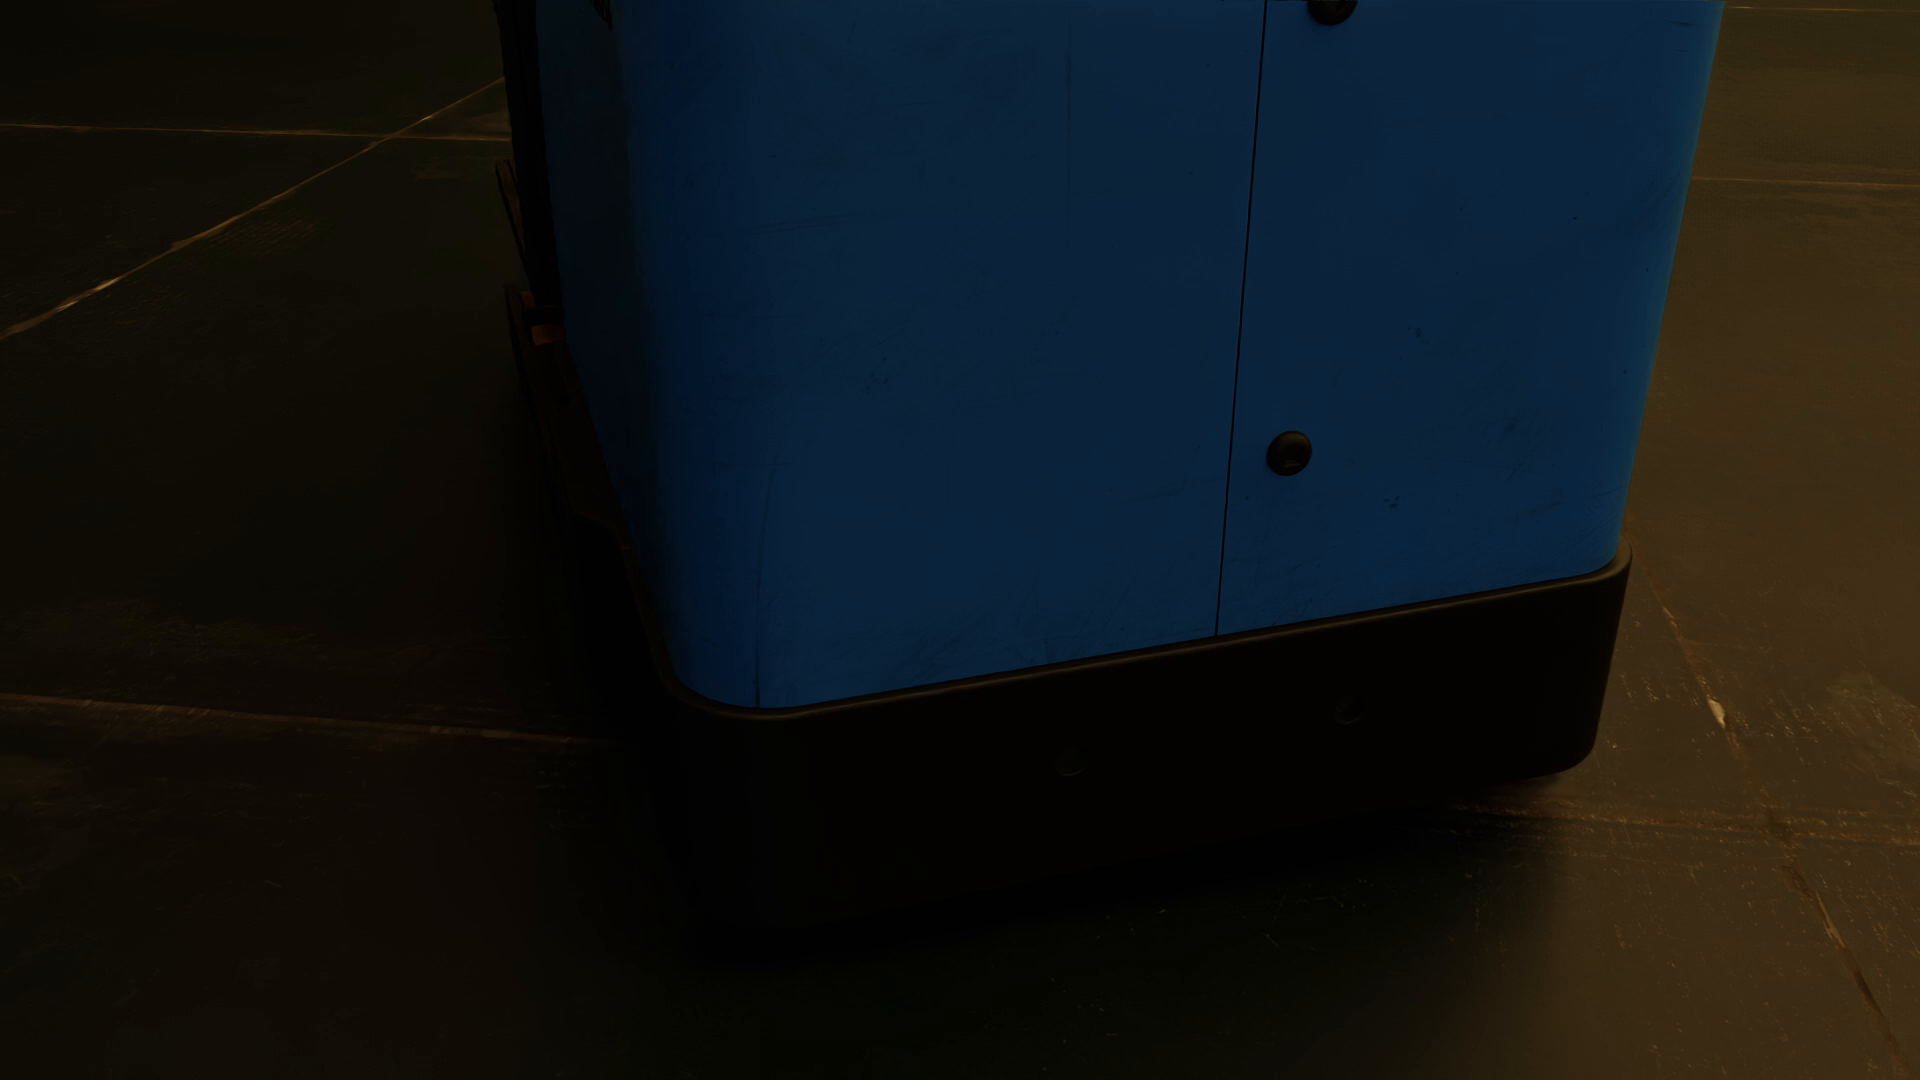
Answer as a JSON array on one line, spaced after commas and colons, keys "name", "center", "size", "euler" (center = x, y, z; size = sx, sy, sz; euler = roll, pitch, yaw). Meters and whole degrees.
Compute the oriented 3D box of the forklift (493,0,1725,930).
[{"name": "forklift", "center": [-0.212, -1.576, 2.377], "size": [1.130, 2.935, 3.031], "euler": [-8, 28, -16]}]
